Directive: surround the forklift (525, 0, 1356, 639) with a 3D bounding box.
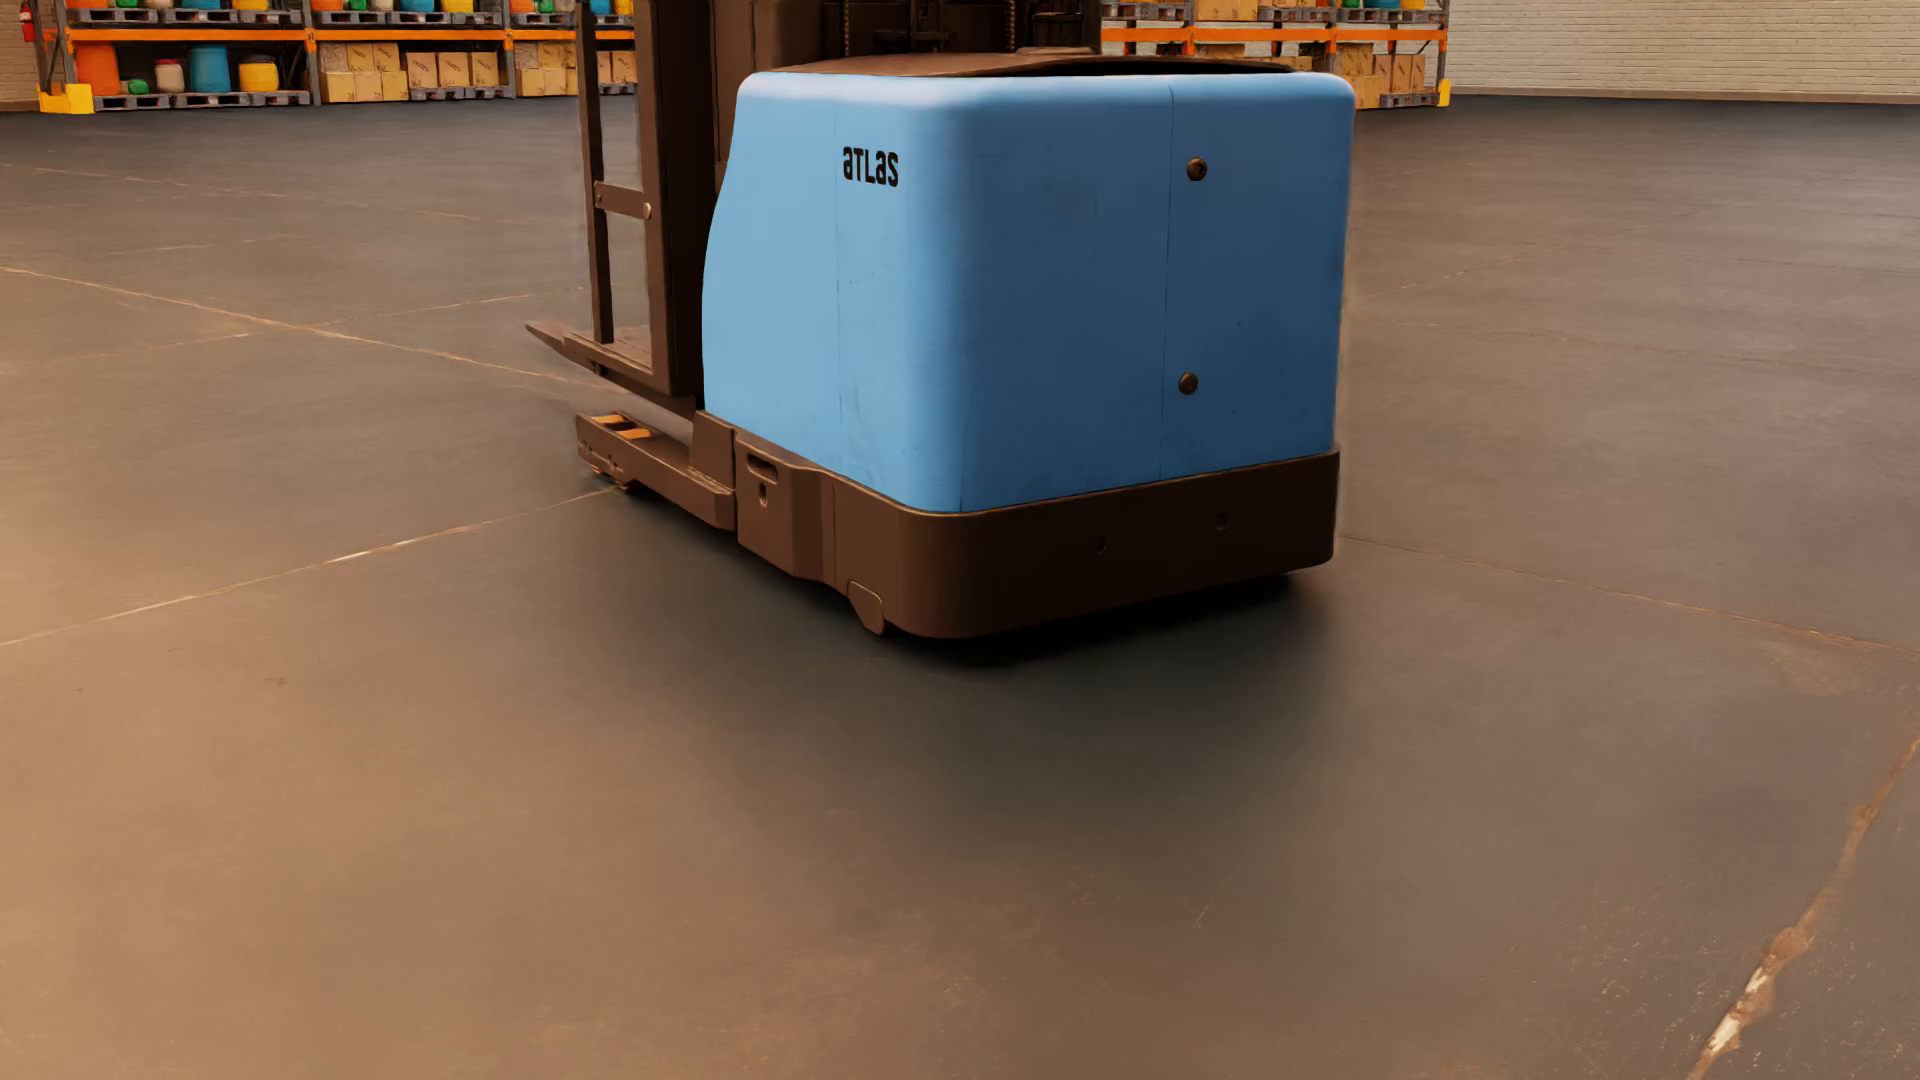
[{"bbox_3d":[-0.387,-1.592,4.142,1.130,2.935,3.031,-10,20,-30],"label":"forklift"}]
